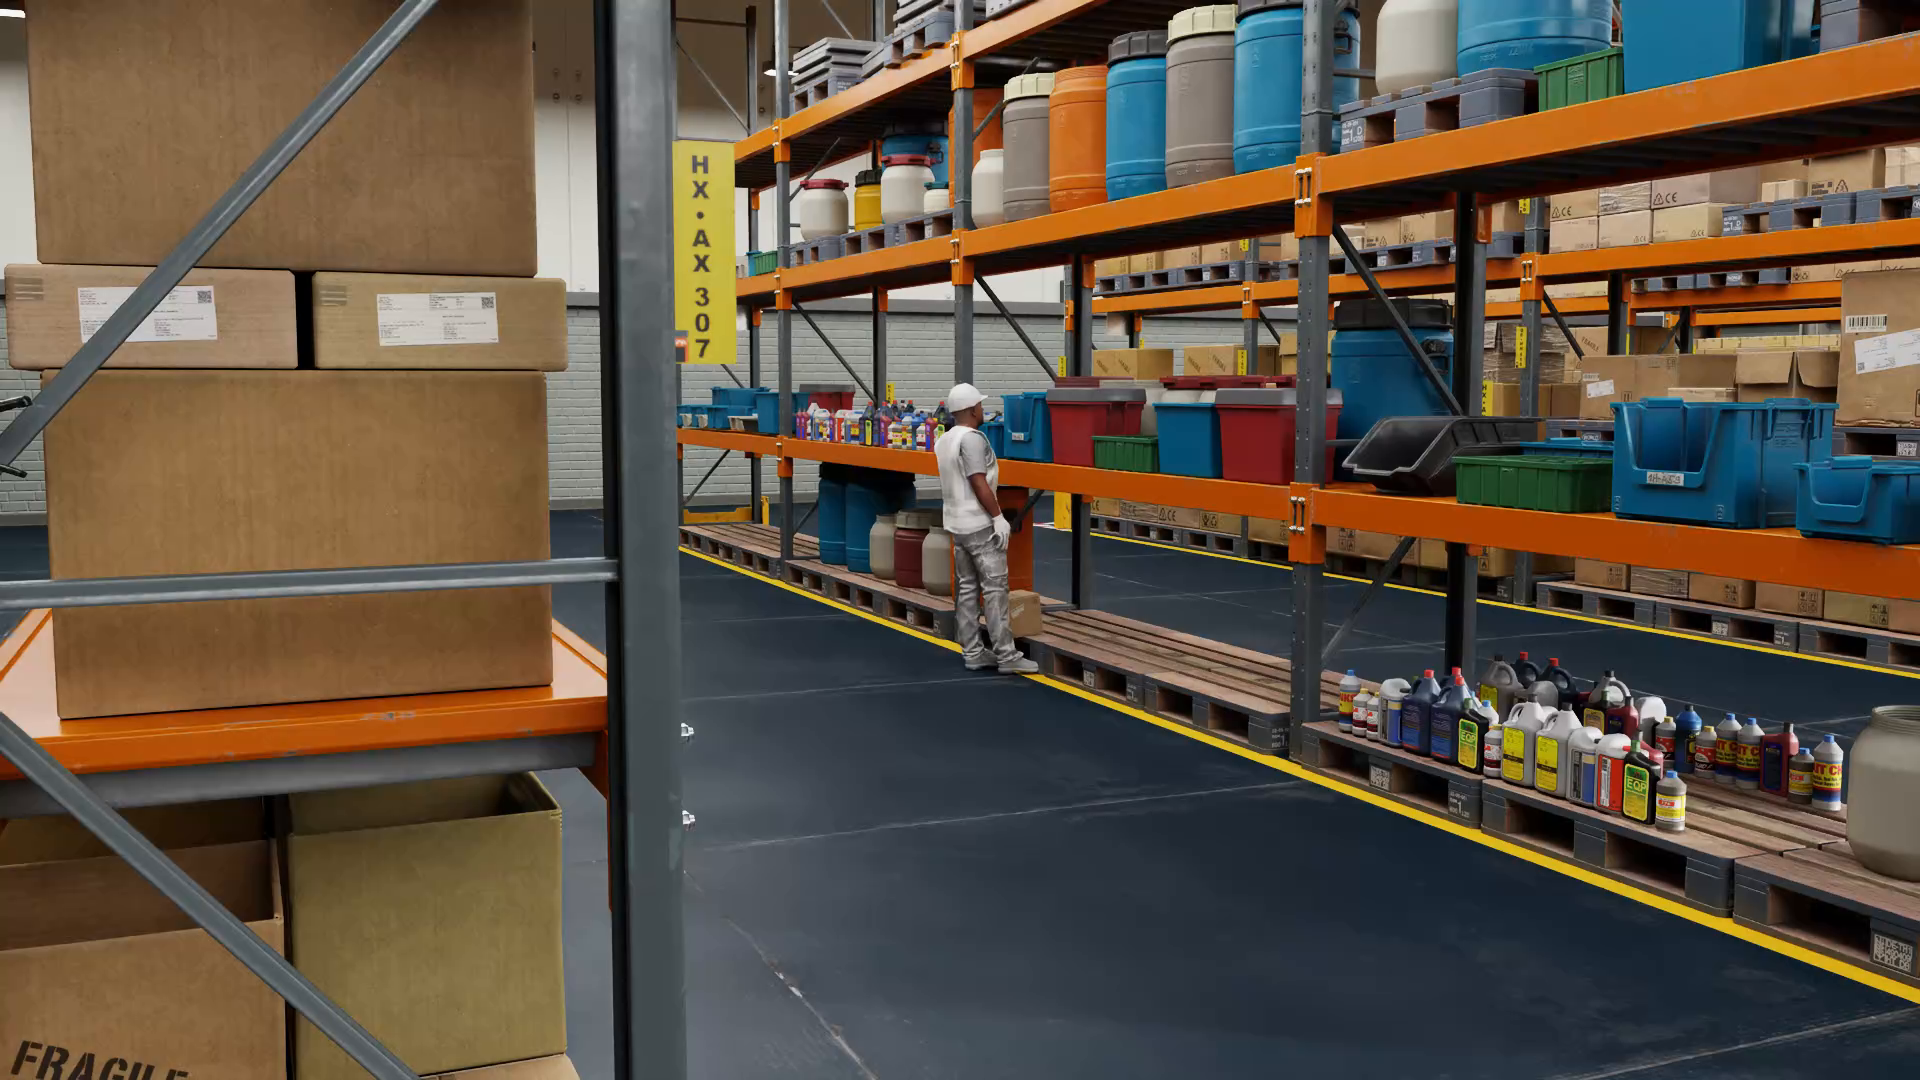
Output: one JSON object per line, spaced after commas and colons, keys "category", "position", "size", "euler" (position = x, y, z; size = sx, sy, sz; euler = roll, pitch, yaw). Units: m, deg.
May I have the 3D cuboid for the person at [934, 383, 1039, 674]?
{"category": "person", "position": [0.165, -0.082, 10.379], "size": [0.576, 1.784, 0.657], "euler": [-2, 6, -24]}
